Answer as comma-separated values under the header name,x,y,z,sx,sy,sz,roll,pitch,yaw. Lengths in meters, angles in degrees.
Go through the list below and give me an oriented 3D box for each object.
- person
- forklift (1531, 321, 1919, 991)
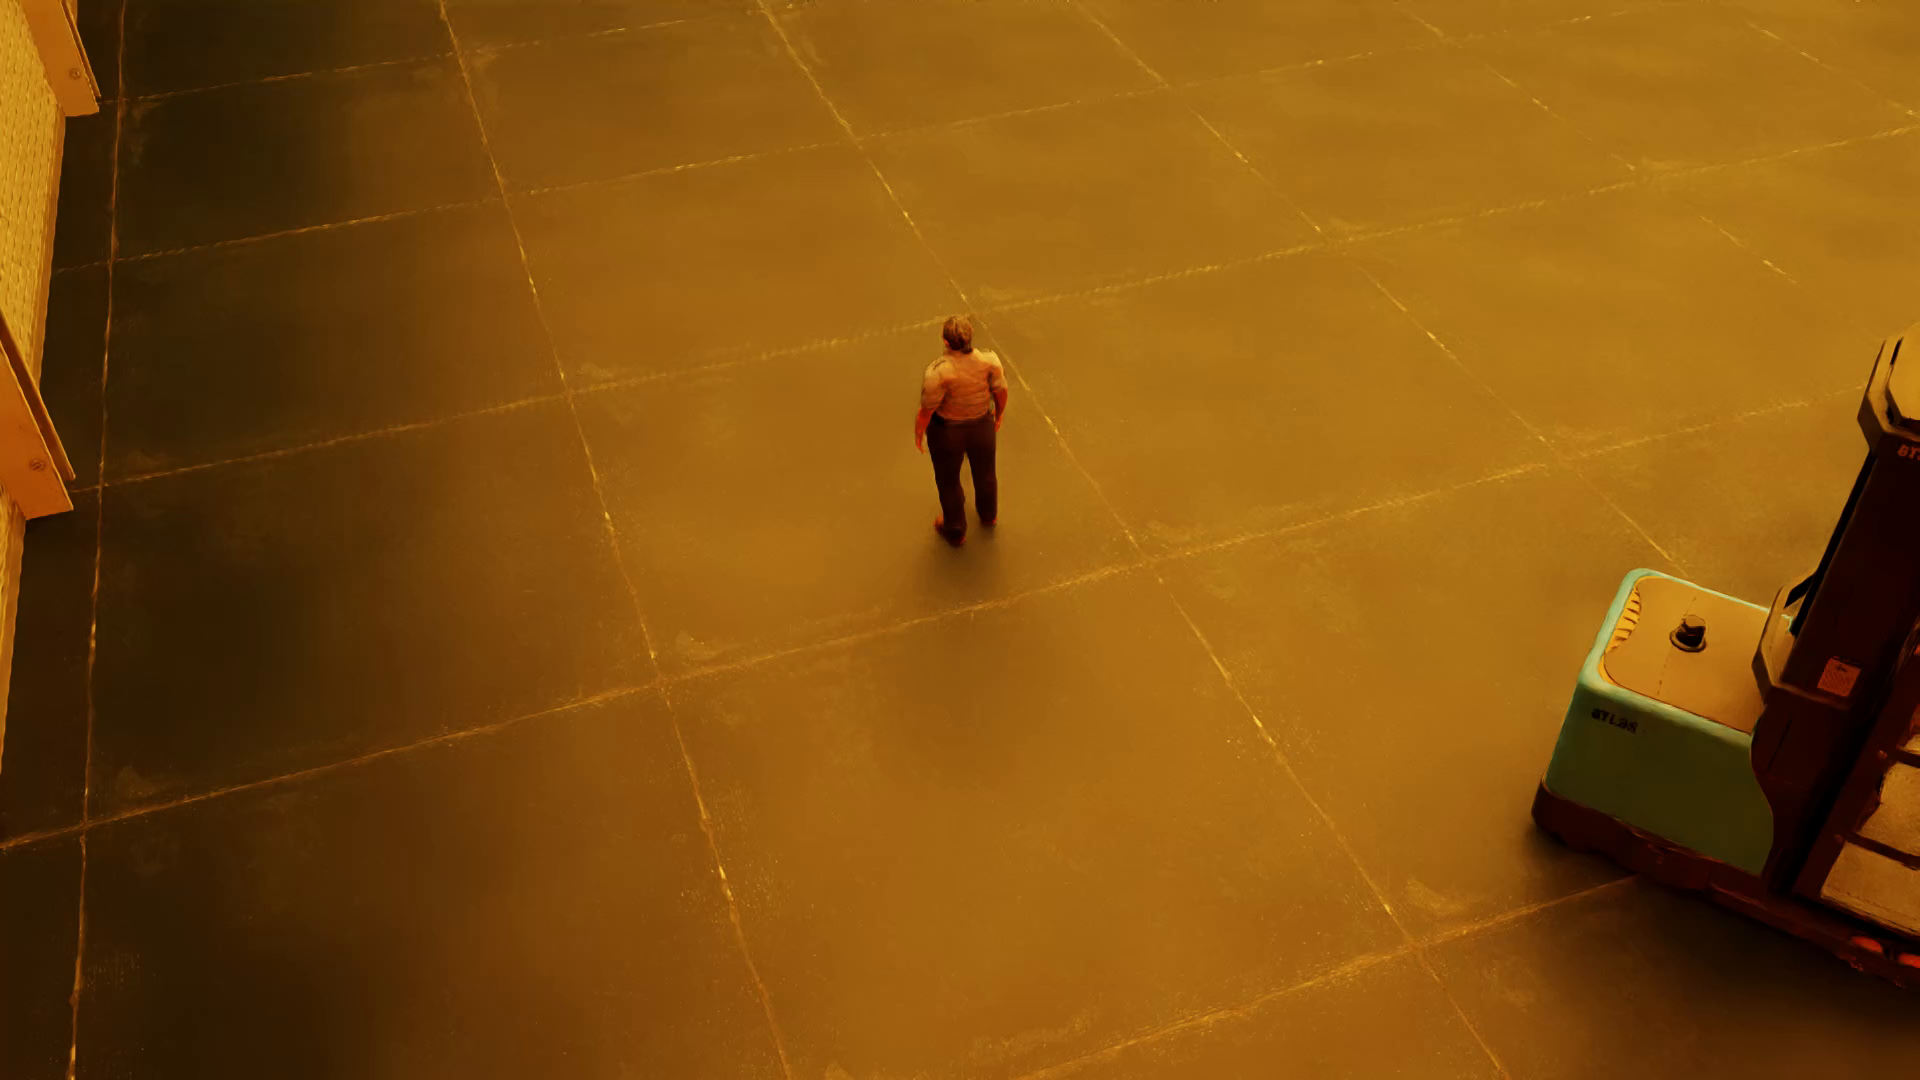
name,x,y,z,sx,sy,sz,roll,pitch,yaw
person,-0.009,-0.696,9.812,0.599,1.650,0.502,-13,42,-15
forklift,4.446,0.580,7.305,3.031,2.935,1.130,21,45,24
